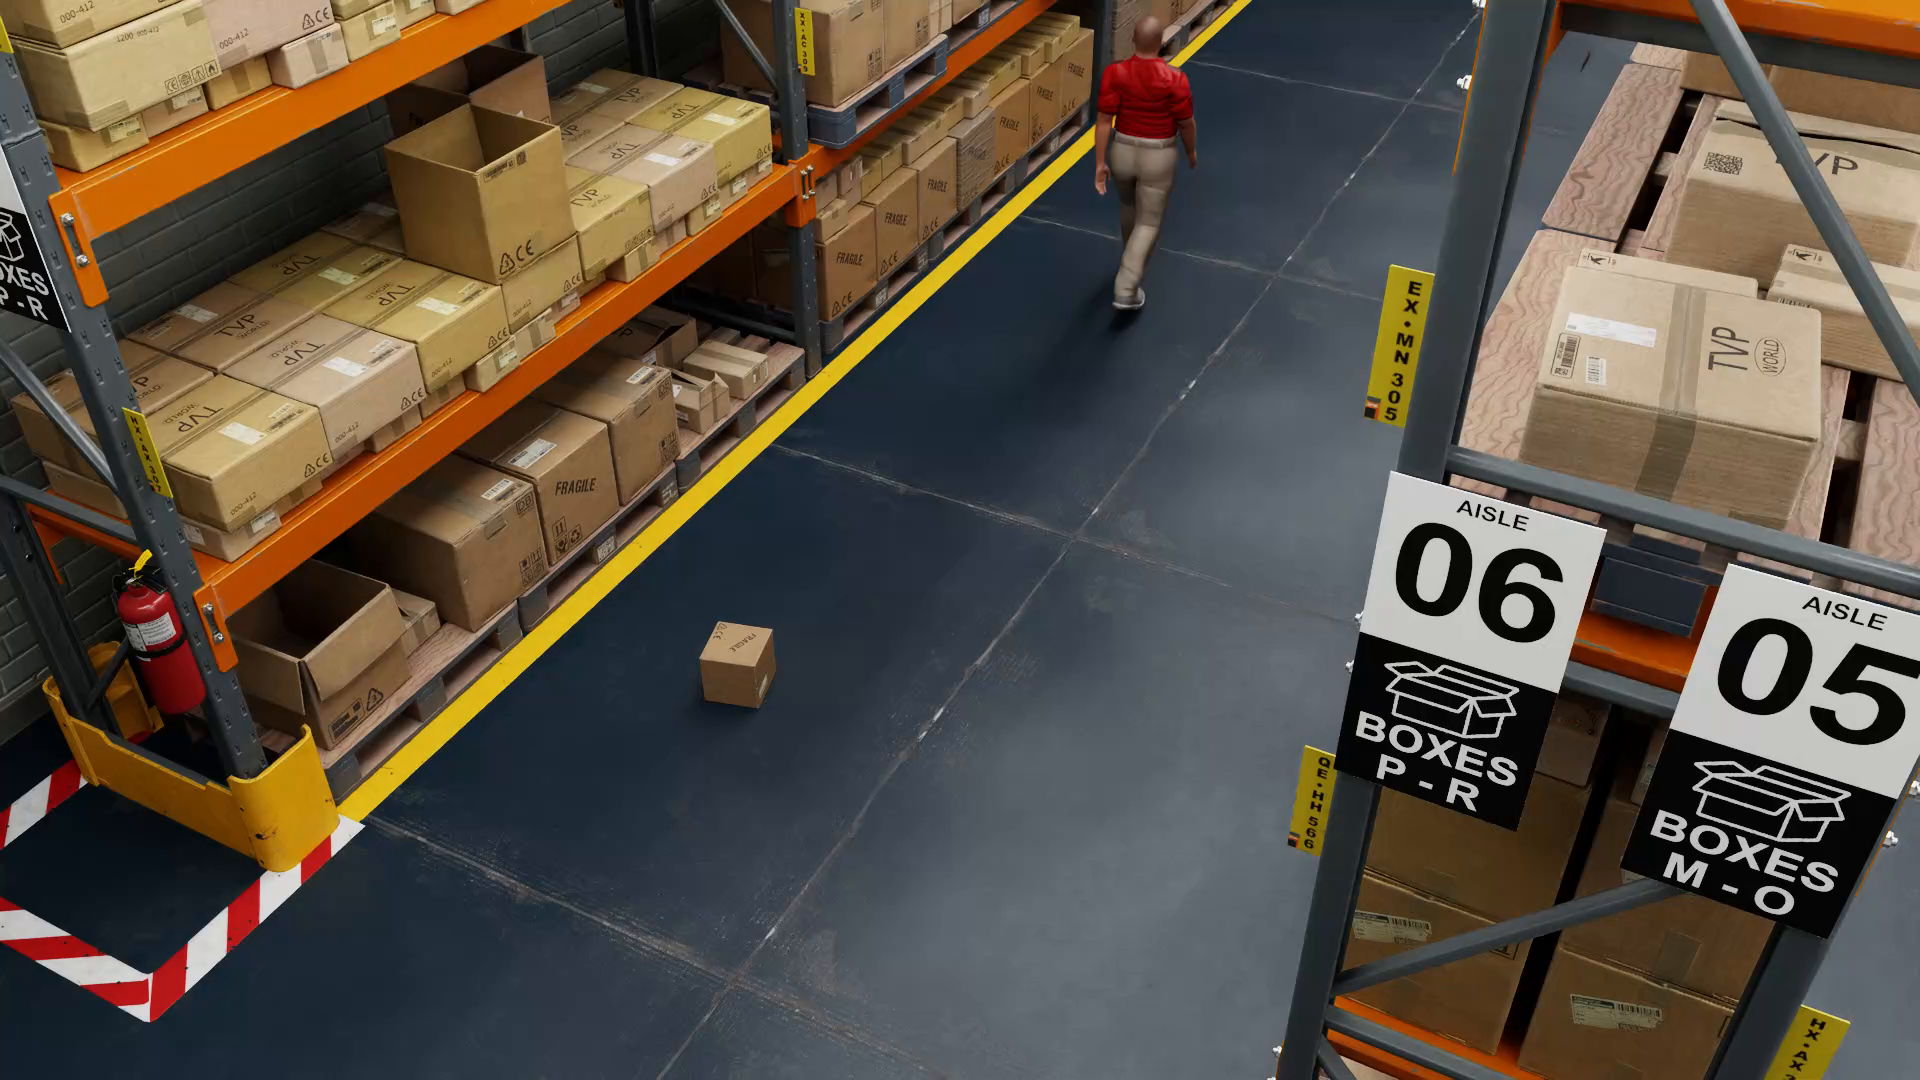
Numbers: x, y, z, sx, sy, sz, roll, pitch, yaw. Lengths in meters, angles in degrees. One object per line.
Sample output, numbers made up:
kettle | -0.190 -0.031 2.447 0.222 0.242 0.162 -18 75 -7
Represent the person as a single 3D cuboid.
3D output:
person | 1.081 -2.221 9.642 0.539 1.671 1.027 17 41 20
